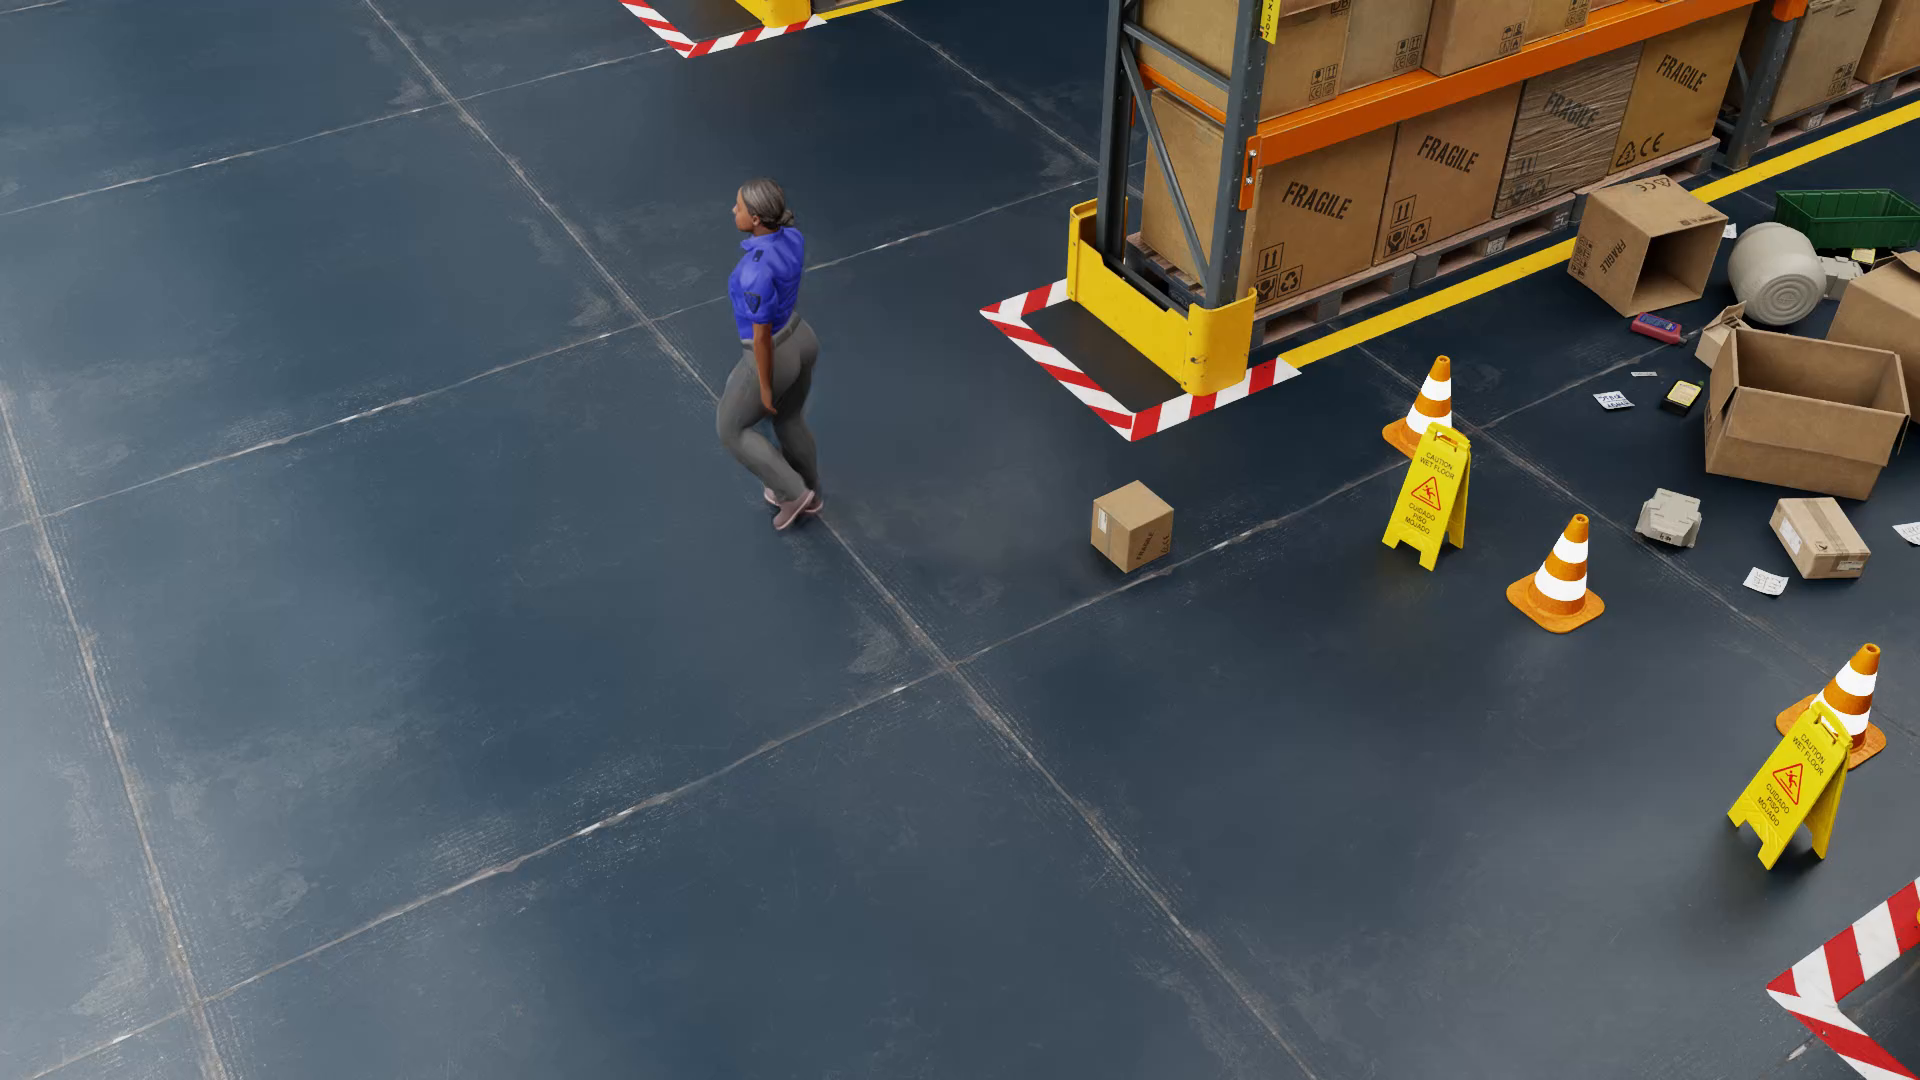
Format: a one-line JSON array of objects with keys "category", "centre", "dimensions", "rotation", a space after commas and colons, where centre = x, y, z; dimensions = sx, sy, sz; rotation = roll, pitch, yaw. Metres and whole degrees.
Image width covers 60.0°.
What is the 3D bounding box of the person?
[{"category": "person", "centre": [-0.795, -0.692, 7.085], "dimensions": [0.433, 1.463, 0.438], "rotation": [16, 43, 17]}]
